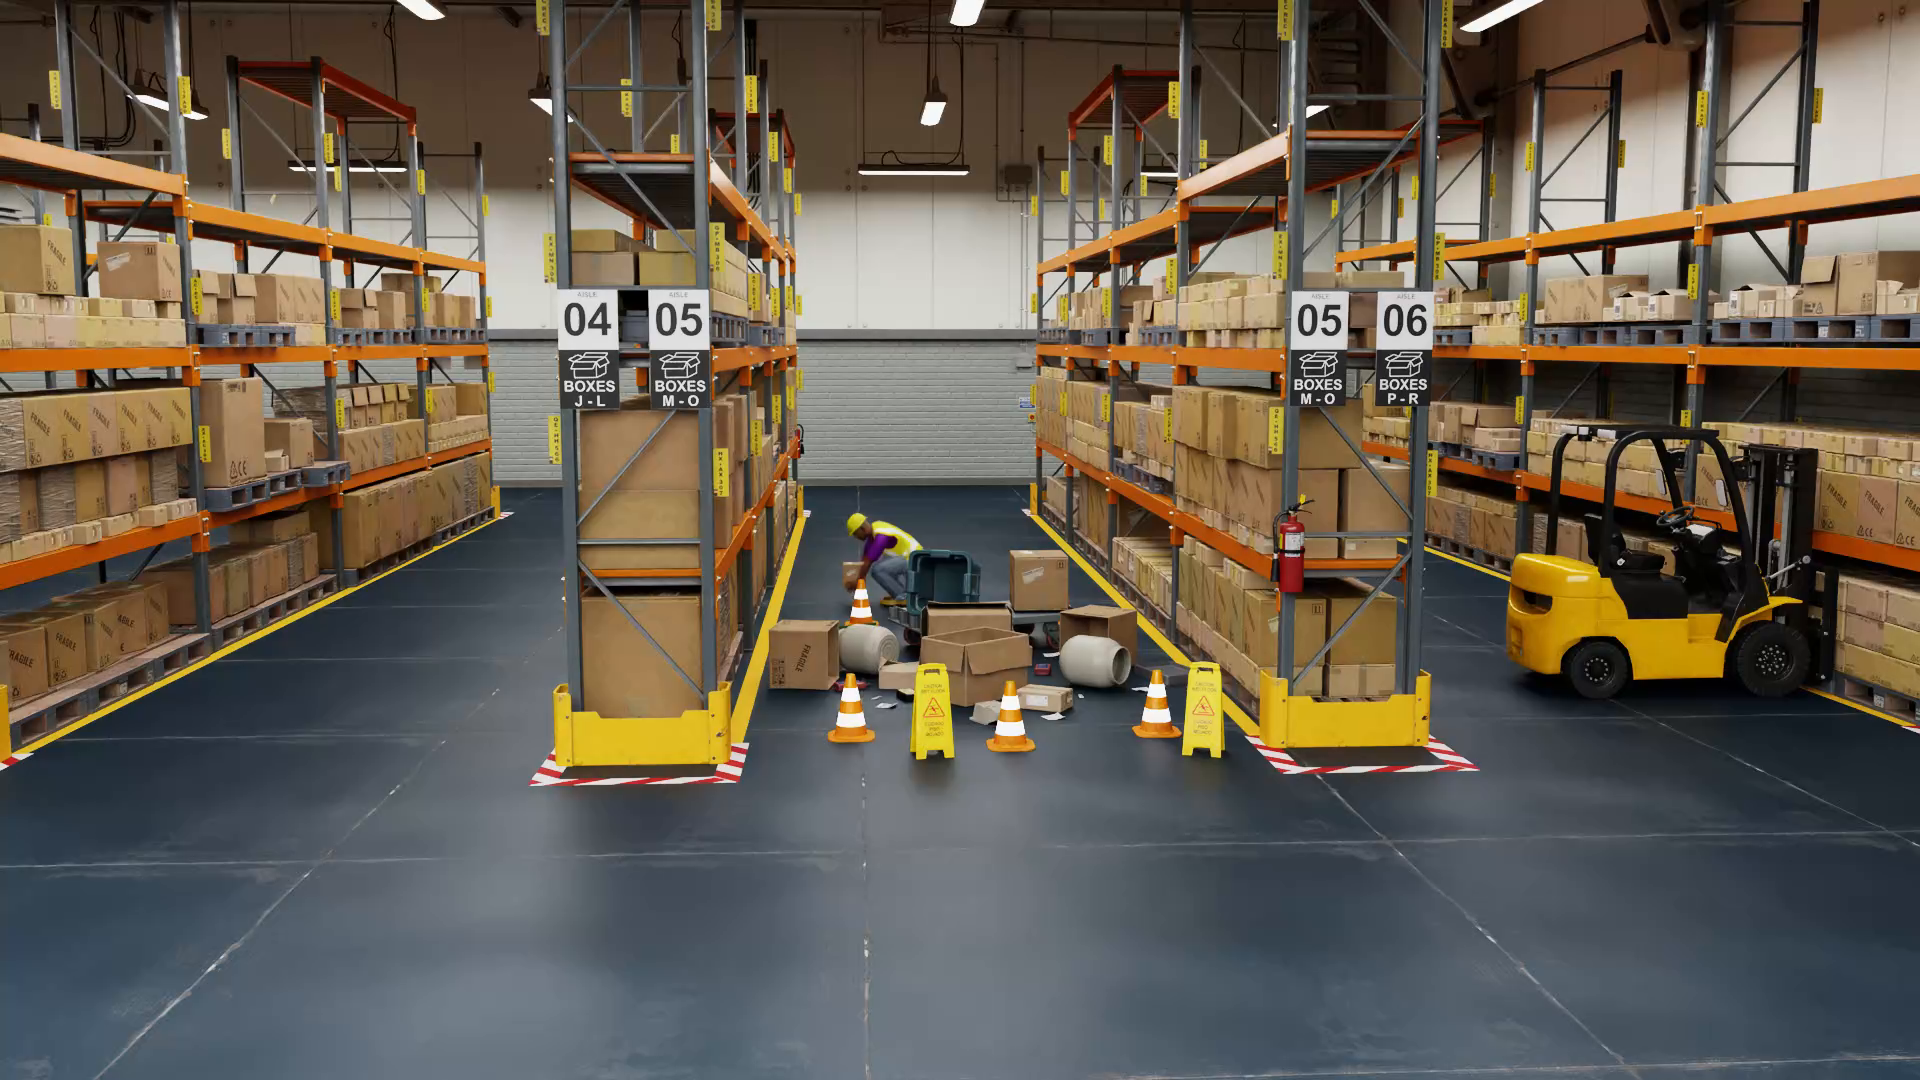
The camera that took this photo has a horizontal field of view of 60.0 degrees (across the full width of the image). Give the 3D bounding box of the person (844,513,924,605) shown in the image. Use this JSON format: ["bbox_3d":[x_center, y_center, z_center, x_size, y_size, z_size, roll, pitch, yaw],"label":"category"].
[{"bbox_3d":[-0.812,0.207,18.129,0.905,1.011,0.541,-1,7,-5],"label":"person"}]
